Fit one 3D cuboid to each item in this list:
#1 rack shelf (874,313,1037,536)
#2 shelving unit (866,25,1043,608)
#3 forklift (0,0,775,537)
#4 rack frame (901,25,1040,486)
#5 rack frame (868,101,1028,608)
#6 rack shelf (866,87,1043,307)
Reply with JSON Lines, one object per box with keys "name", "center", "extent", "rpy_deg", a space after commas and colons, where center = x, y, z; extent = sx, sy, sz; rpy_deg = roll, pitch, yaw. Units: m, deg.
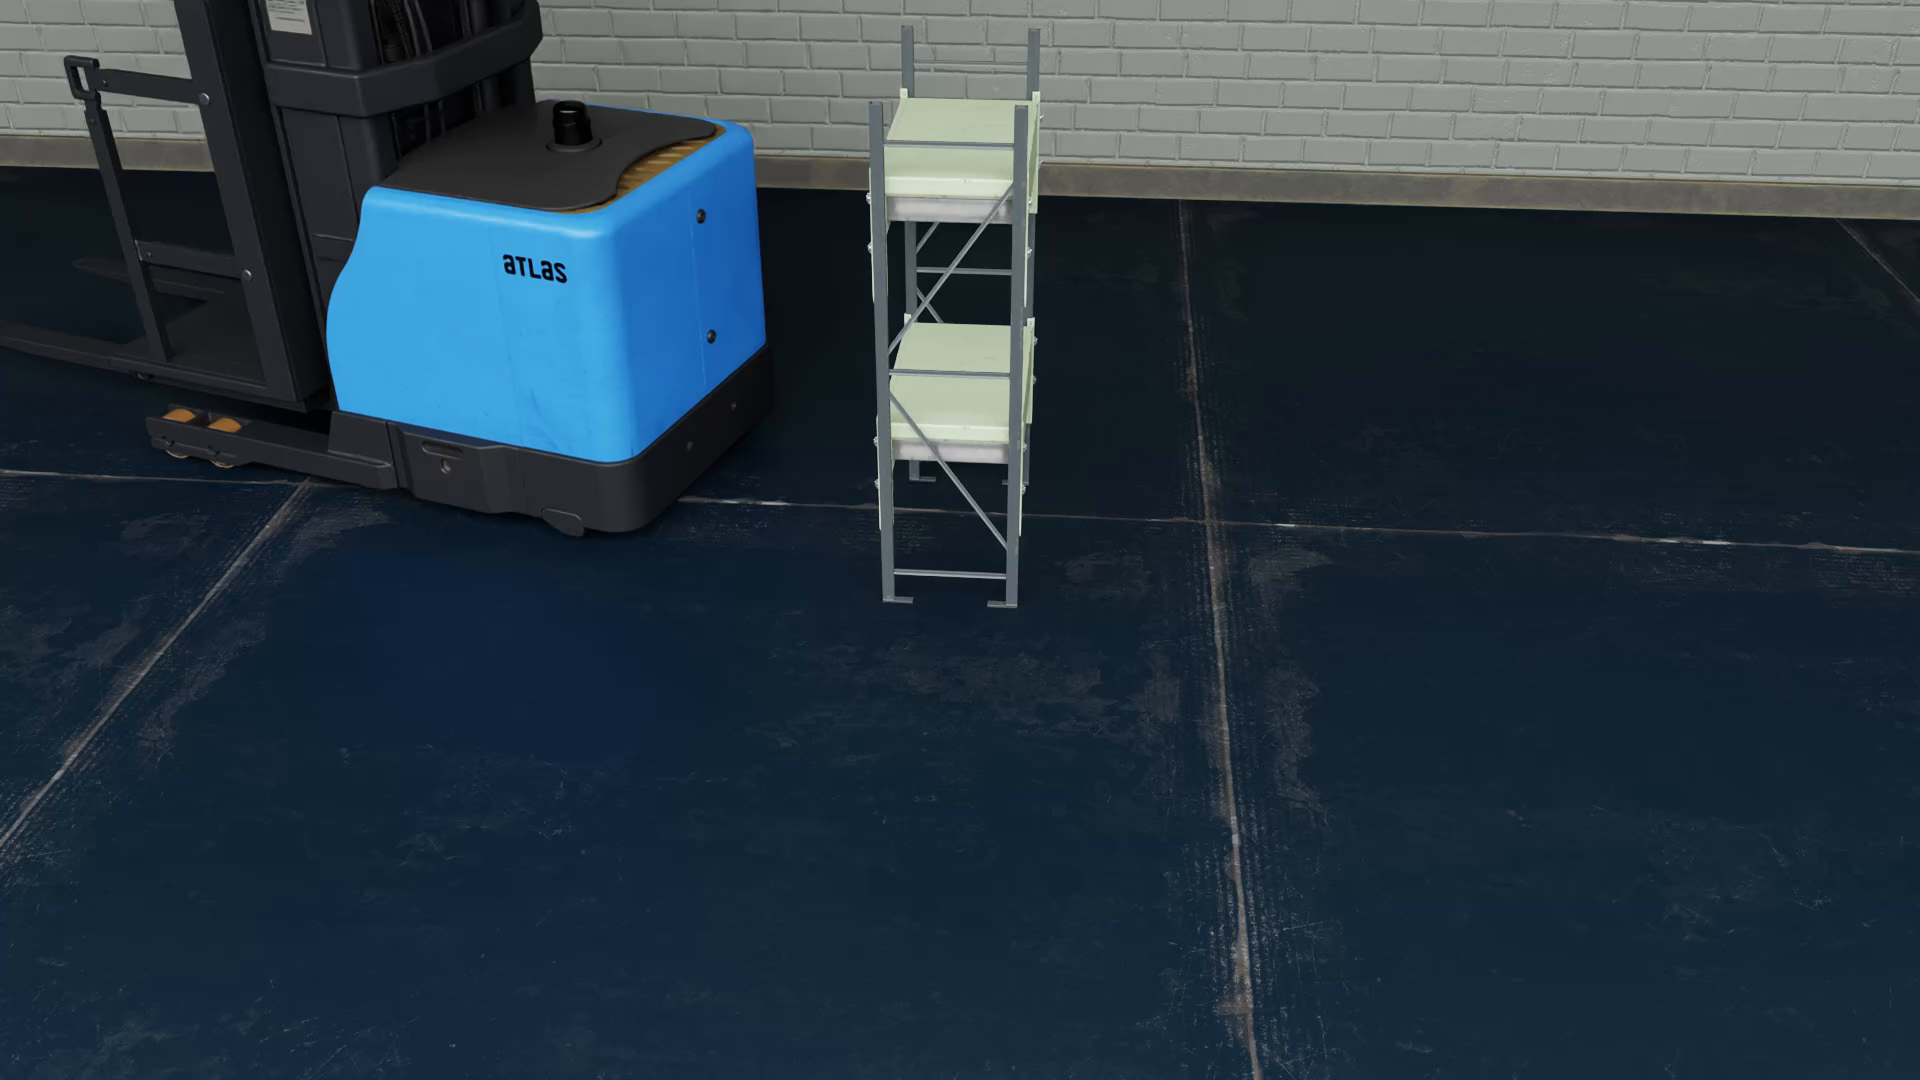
{"name": "rack shelf", "center": [0.001, -0.364, 5.033], "extent": [0.431, 0.370, 0.720], "rpy_deg": [2, 32, 4]}
{"name": "shelving unit", "center": [0.001, -0.642, 4.862], "extent": [0.431, 1.500, 0.755], "rpy_deg": [2, 32, 4]}
{"name": "forklift", "center": [-2.228, -1.736, 5.272], "extent": [3.031, 2.935, 1.130], "rpy_deg": [11, 33, 18]}
{"name": "rack frame", "center": [0.030, -0.833, 5.173], "extent": [0.400, 1.500, 0.023], "rpy_deg": [2, 32, 4]}
{"name": "rack frame", "center": [-0.029, -0.451, 4.552], "extent": [0.400, 1.500, 0.023], "rpy_deg": [2, 32, 4]}
{"name": "rack shelf", "center": [0.001, -0.974, 4.657], "extent": [0.431, 0.370, 0.720], "rpy_deg": [2, 32, 4]}
